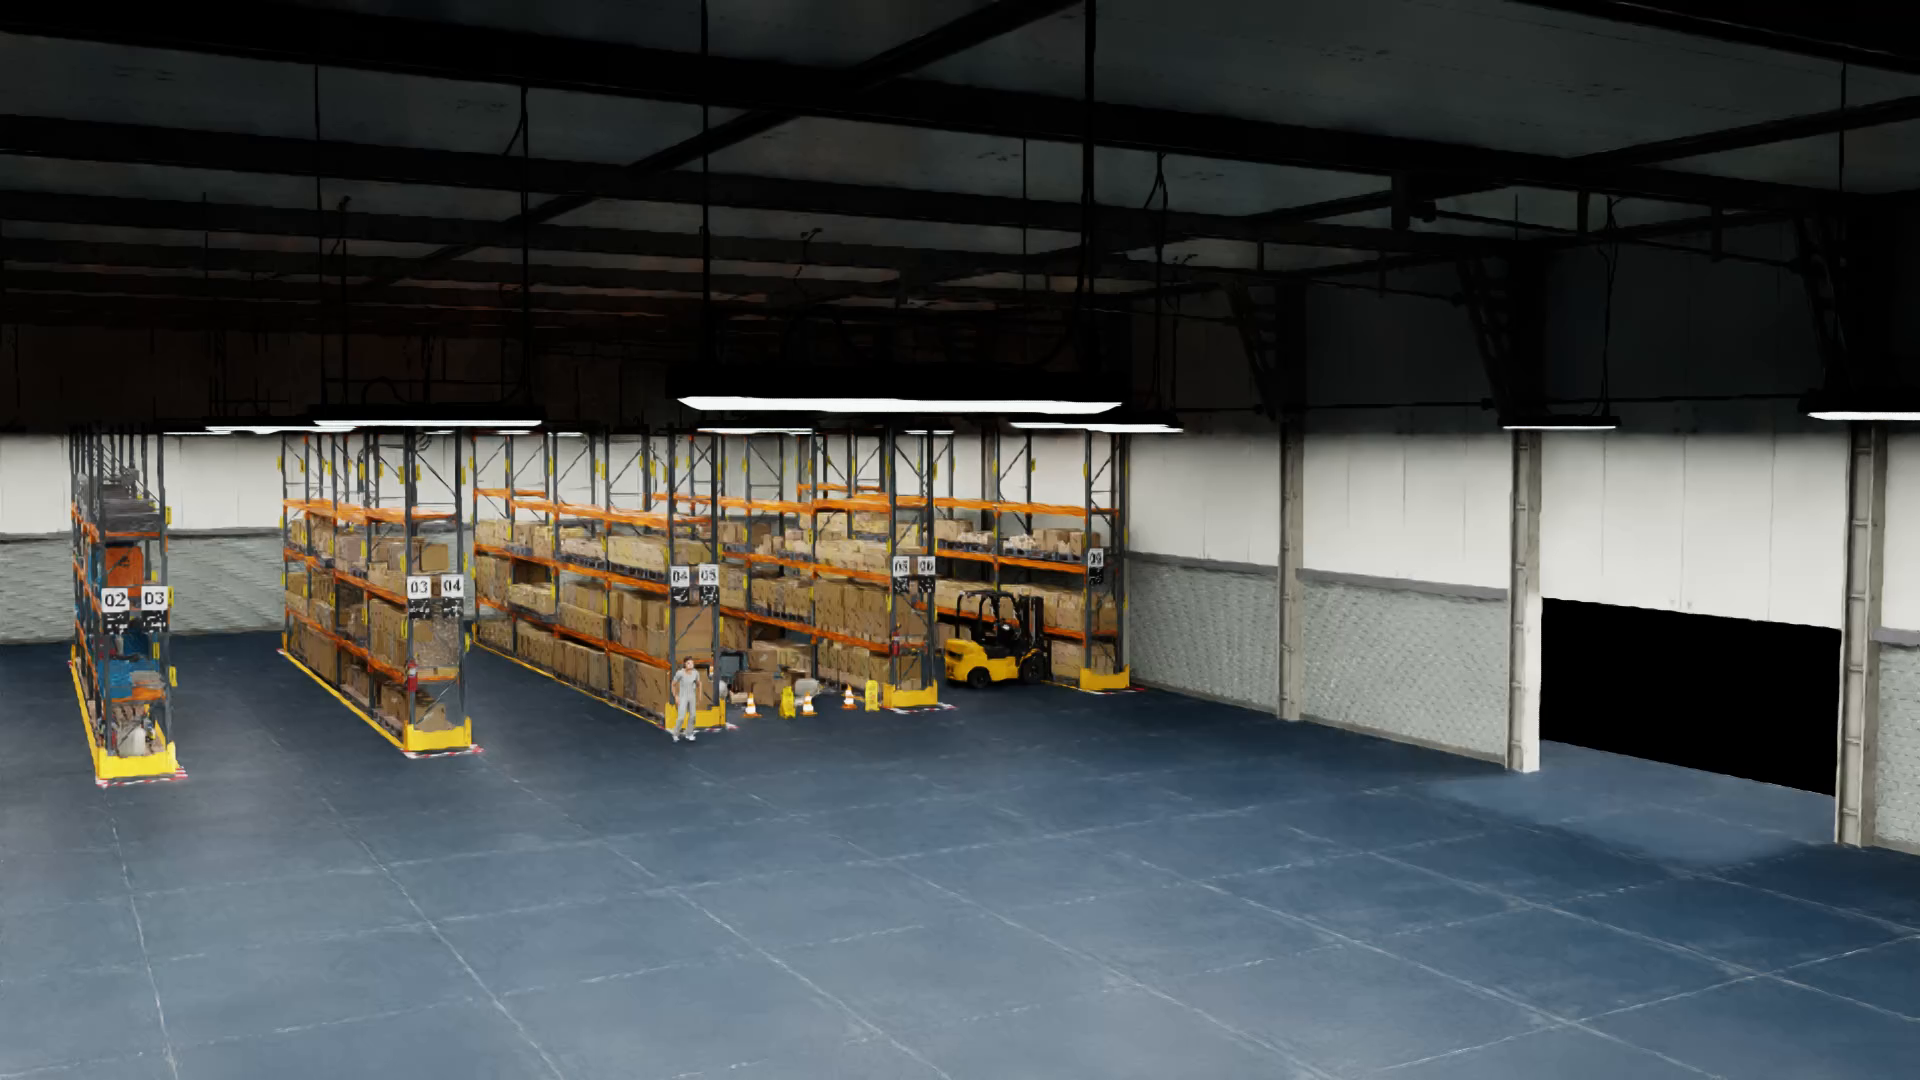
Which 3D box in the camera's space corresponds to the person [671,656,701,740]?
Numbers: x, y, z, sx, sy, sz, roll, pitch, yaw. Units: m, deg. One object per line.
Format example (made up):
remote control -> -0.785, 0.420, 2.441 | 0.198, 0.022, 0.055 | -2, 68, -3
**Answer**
person -> -5.164, 2.982, 31.363 | 0.580, 1.618, 0.507 | -2, 4, -31
